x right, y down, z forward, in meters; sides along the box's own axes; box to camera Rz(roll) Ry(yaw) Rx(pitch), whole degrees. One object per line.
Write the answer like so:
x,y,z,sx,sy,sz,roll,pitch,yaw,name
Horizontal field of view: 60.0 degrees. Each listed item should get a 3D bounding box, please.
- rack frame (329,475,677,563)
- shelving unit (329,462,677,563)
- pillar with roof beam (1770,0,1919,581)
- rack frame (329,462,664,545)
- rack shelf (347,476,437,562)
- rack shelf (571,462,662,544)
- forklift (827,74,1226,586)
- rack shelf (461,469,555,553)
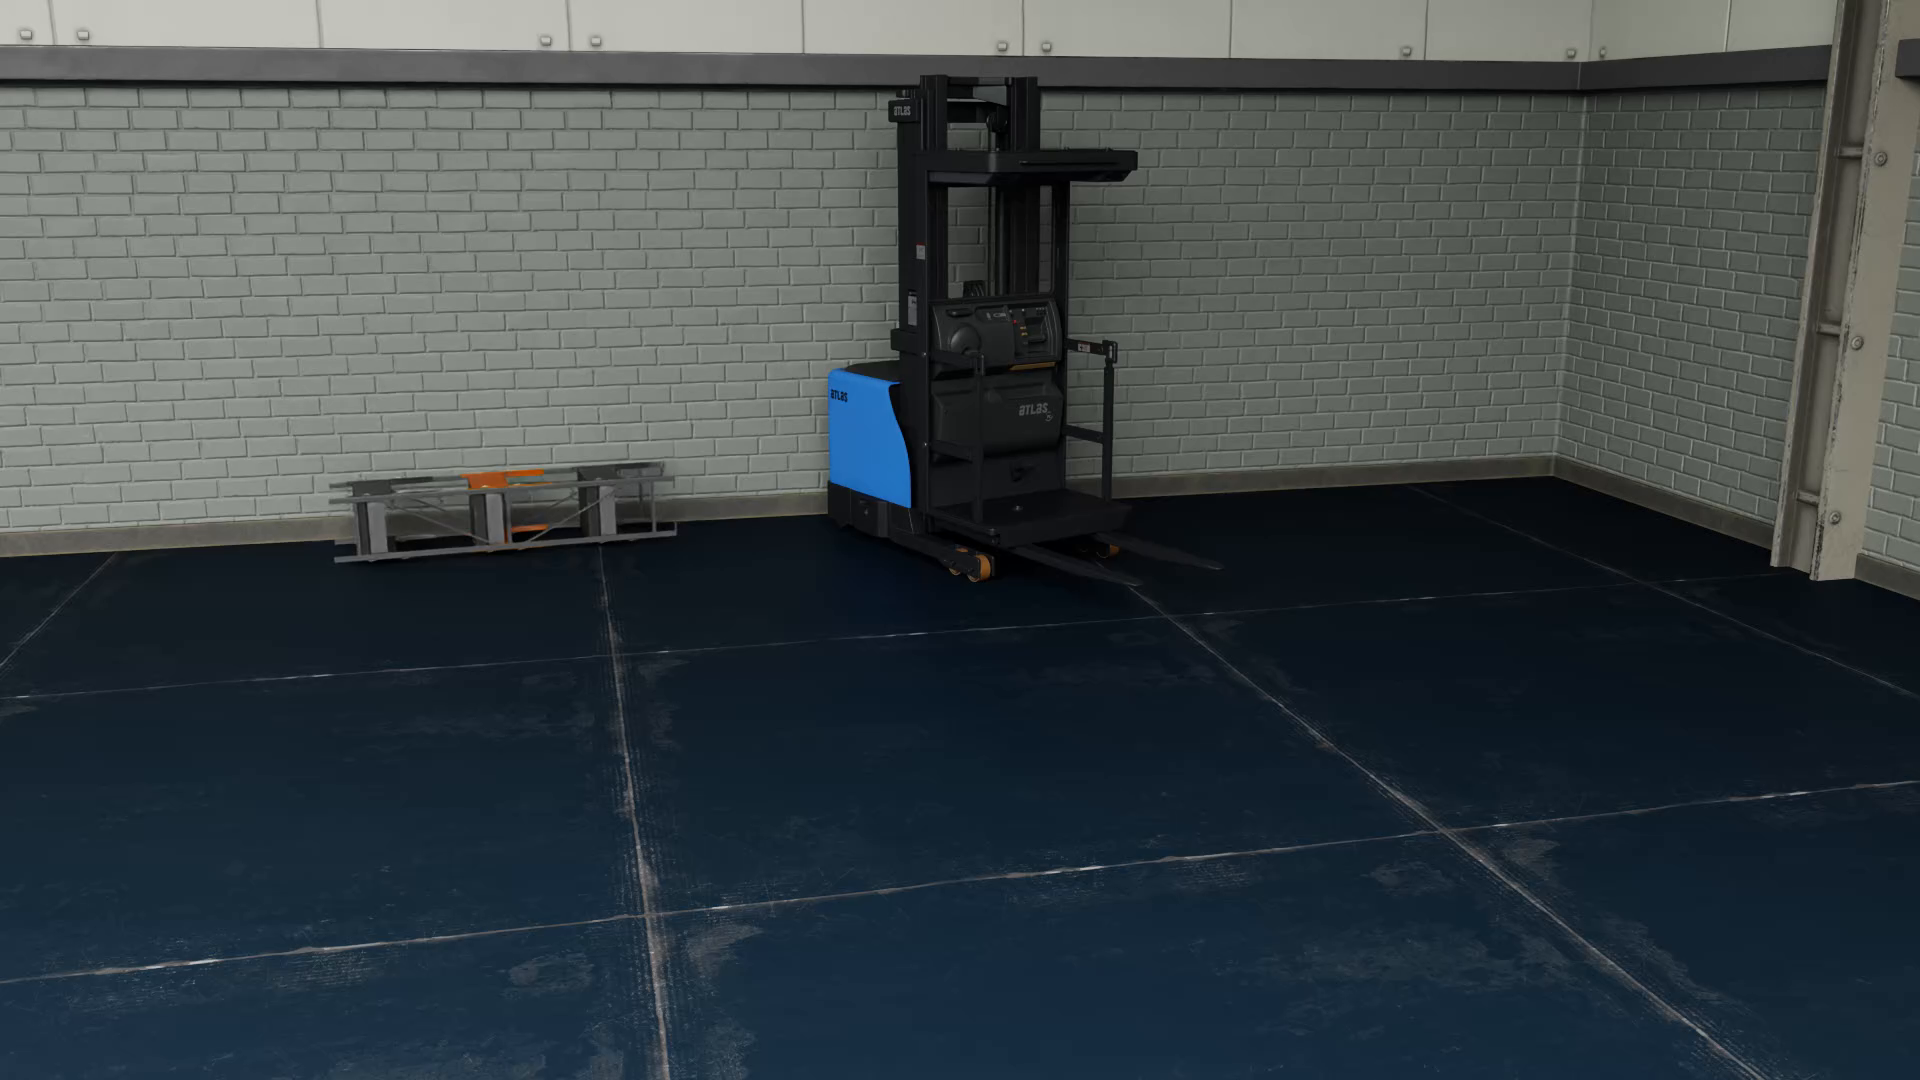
-2.836,-0.139,10.464,2.100,0.400,0.015,-5,15,-19,rack frame
-2.919,-0.194,10.687,2.100,0.431,0.503,-5,15,-19,shelving unit
1.025,-3.942,8.101,9.100,9.000,0.400,-3,14,-13,pillar with roof beam
-3.002,-0.248,10.909,2.100,0.400,0.015,-5,15,-19,rack frame
-3.564,-0.138,10.459,0.518,0.431,0.480,-5,15,-19,rack shelf
-2.248,-0.251,10.923,0.518,0.431,0.480,-5,15,-19,rack shelf
0.358,-1.302,10.080,1.130,2.935,3.031,-9,17,-34,forklift
-2.906,-0.195,10.691,0.518,0.431,0.480,-5,15,-19,rack shelf
